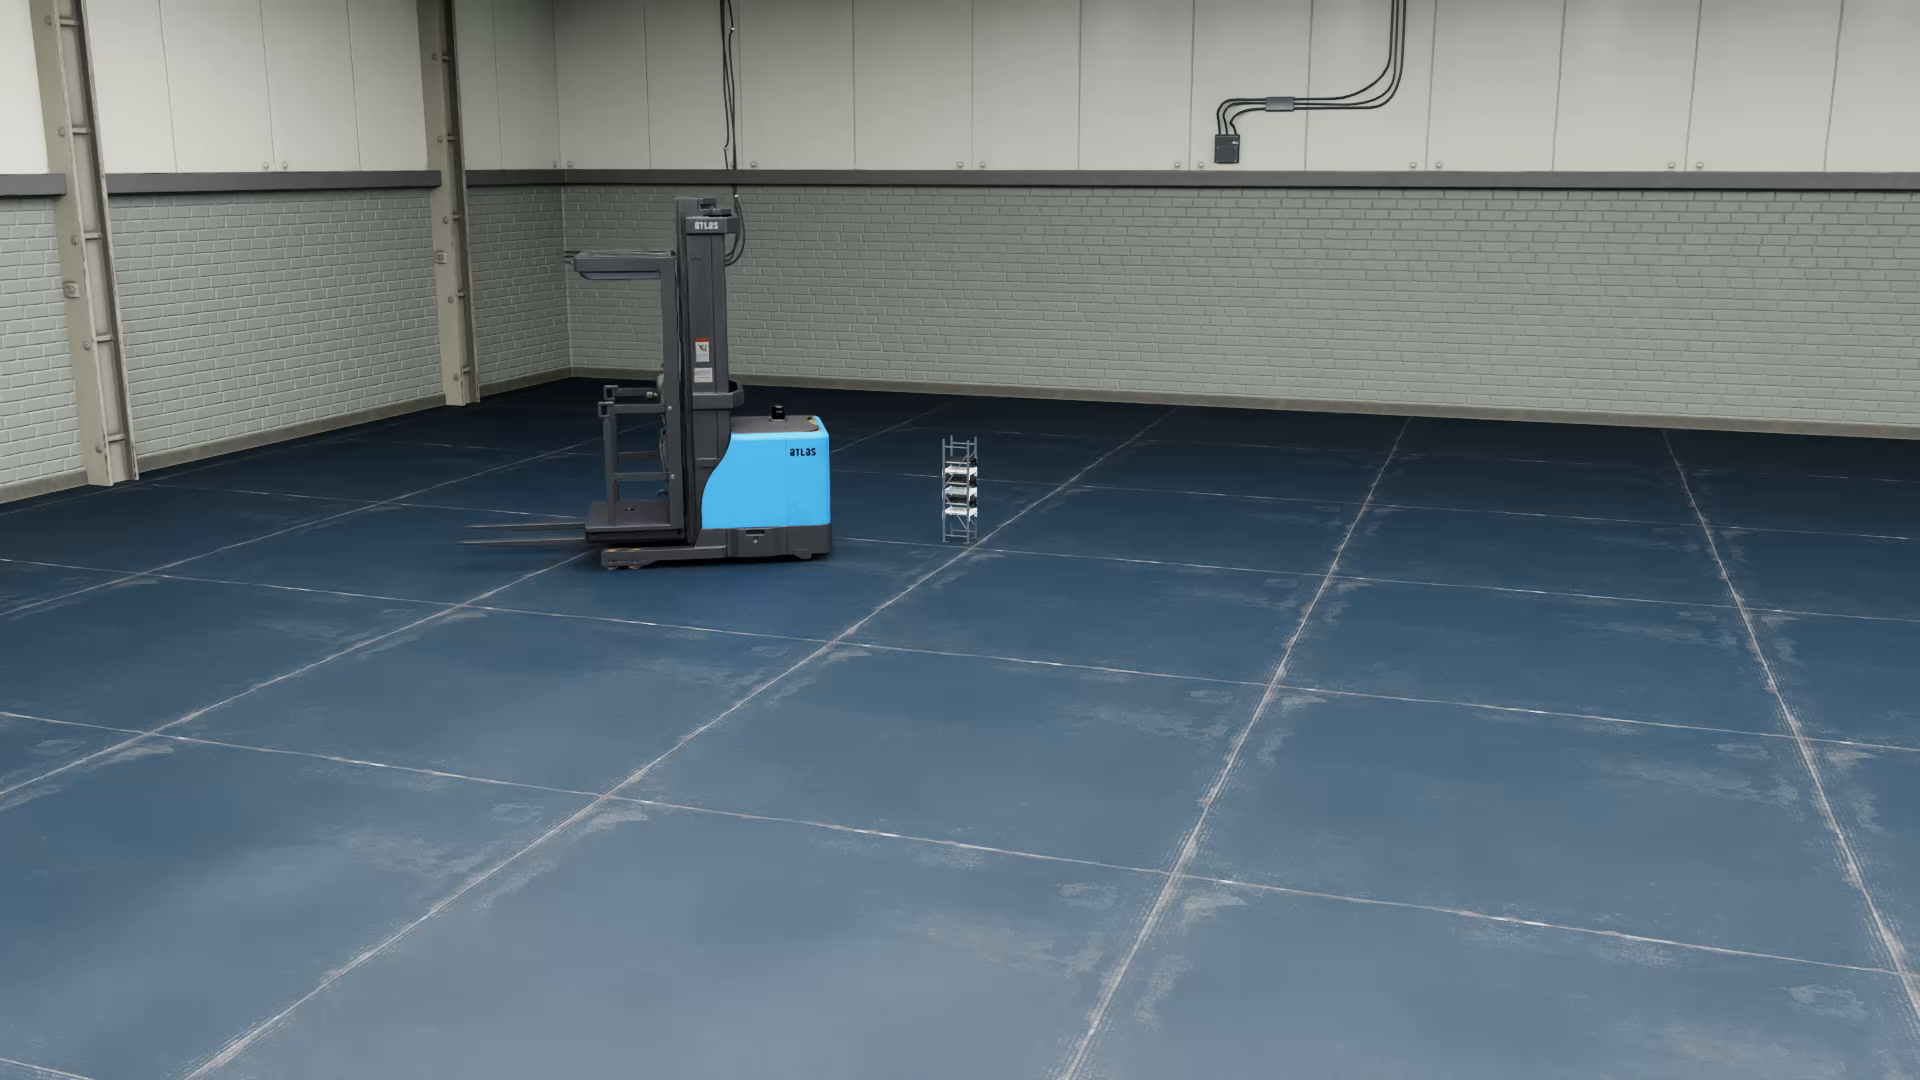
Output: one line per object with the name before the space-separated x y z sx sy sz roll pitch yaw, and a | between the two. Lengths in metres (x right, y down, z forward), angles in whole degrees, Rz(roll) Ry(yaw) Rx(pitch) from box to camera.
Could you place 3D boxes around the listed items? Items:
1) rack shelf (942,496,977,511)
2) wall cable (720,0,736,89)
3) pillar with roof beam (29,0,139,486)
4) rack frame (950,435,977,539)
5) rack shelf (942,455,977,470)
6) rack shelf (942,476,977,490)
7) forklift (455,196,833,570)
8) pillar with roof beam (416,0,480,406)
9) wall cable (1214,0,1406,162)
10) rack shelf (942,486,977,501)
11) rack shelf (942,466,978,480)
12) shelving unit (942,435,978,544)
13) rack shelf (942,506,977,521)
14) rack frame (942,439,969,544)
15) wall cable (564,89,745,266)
rack shelf | -0.003 -0.317 14.408 0.258 0.077 0.200 4 14 18
wall cable | -2.018 -7.531 22.889 3.097 2.526 0.112 4 14 18
pillar with roof beam | -4.650 -4.679 14.765 9.100 9.000 0.400 4 14 18
rack frame | 0.030 -0.458 14.474 0.240 0.900 0.006 4 14 18
rack shelf | -0.003 -0.668 14.328 0.258 0.077 0.200 4 14 18
rack shelf | -0.003 -0.492 14.368 0.258 0.077 0.200 4 14 18
forklift | -2.621 -1.313 13.653 3.031 2.935 1.130 -2 13 -9
pillar with roof beam | -2.709 -5.942 20.300 9.100 9.000 0.400 4 14 18
wall cable | 4.400 -7.748 20.571 2.305 6.003 0.169 4 14 18
rack shelf | -0.003 -0.405 14.388 0.258 0.077 0.200 4 14 18
rack shelf | -0.003 -0.580 14.348 0.258 0.077 0.200 4 14 18
shelving unit | -0.003 -0.437 14.380 0.258 0.900 0.210 4 14 18
rack shelf | -0.003 -0.229 14.428 0.258 0.077 0.200 4 14 18
rack frame | -0.036 -0.416 14.287 0.240 0.900 0.006 4 14 18
wall cable | -4.578 -5.263 24.304 3.097 2.526 0.112 4 14 18
